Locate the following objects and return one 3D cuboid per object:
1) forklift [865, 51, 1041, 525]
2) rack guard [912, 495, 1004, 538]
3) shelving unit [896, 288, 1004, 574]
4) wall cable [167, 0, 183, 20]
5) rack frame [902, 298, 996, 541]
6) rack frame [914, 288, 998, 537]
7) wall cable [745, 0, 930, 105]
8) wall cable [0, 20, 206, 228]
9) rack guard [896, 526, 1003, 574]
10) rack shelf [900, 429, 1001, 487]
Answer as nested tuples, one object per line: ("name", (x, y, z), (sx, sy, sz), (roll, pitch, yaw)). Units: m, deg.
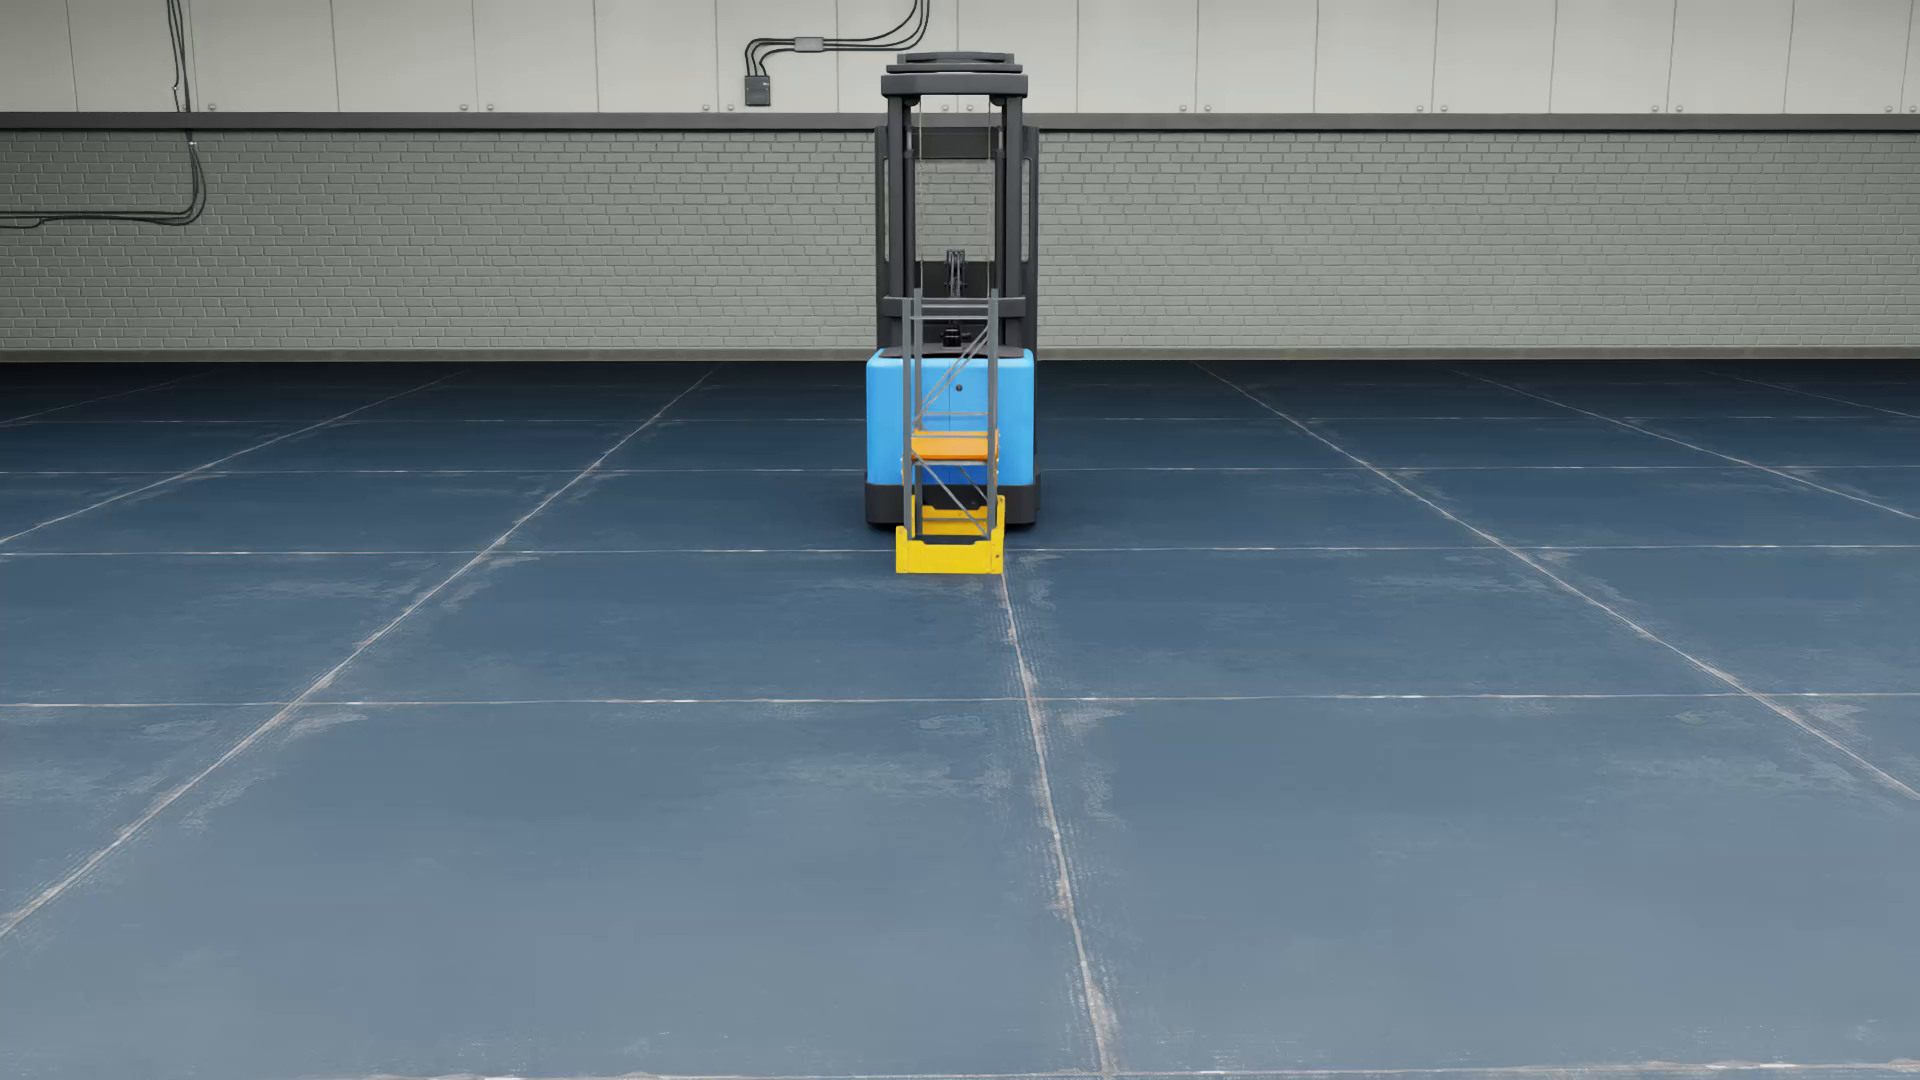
("forklift", (-0.012, -1.767, 11.399), (1.130, 2.935, 3.031), (0, 11, 2))
("rack guard", (-0.024, -0.142, 10.132), (0.587, 0.250, 0.087), (0, 11, 2))
("shelving unit", (-0.041, -0.656, 9.520), (0.587, 1.500, 1.083), (0, 11, 2))
("wall cable", (-8.314, -7.646, 20.224), (3.097, 2.526, 0.112), (0, 11, -1))
("rack frame", (-0.058, -0.557, 9.031), (0.500, 1.500, 0.032), (0, 11, 2))
("rack frame", (-0.023, -0.759, 10.026), (0.500, 1.500, 0.032), (0, 11, 2))
("wall cable", (-1.527, -8.384, 20.201), (2.305, 6.003, 0.169), (0, 11, -1))
("wall cable", (-11.018, -5.160, 20.671), (3.097, 2.526, 0.112), (0, 11, -1))
("rack guard", (-0.058, 0.056, 9.156), (0.587, 0.250, 0.087), (0, 11, 2))
("rack shelf", (-0.041, -0.481, 9.564), (0.538, 0.185, 1.000), (0, 11, 2))
